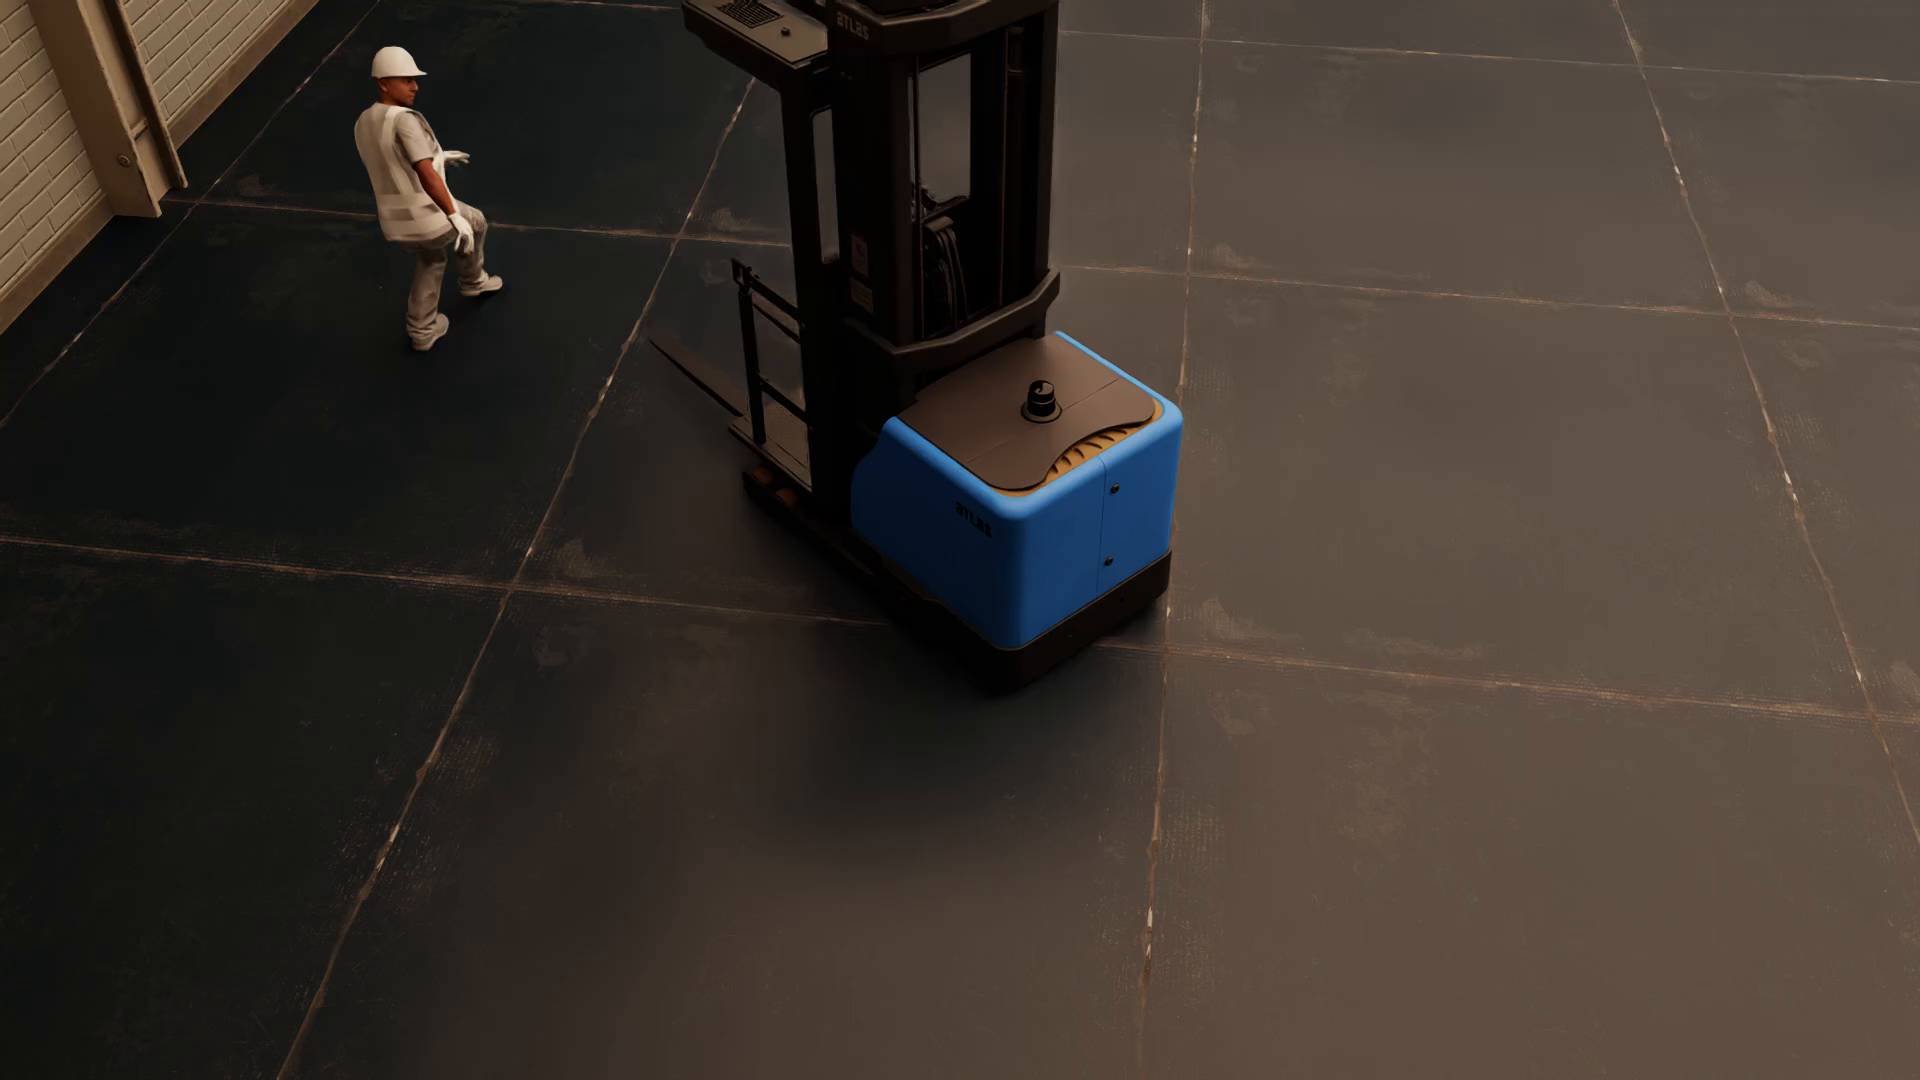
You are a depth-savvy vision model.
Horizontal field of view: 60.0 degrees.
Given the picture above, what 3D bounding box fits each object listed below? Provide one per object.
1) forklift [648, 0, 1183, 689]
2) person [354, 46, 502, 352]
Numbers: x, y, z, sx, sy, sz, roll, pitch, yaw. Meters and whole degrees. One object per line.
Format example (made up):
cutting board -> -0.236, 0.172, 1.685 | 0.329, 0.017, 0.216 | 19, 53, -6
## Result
forklift -> -0.399, -1.367, 7.213 | 1.130, 2.935, 3.031 | -30, 51, -29
person -> -2.687, -1.779, 8.667 | 0.797, 1.589, 0.827 | 15, 45, 16
